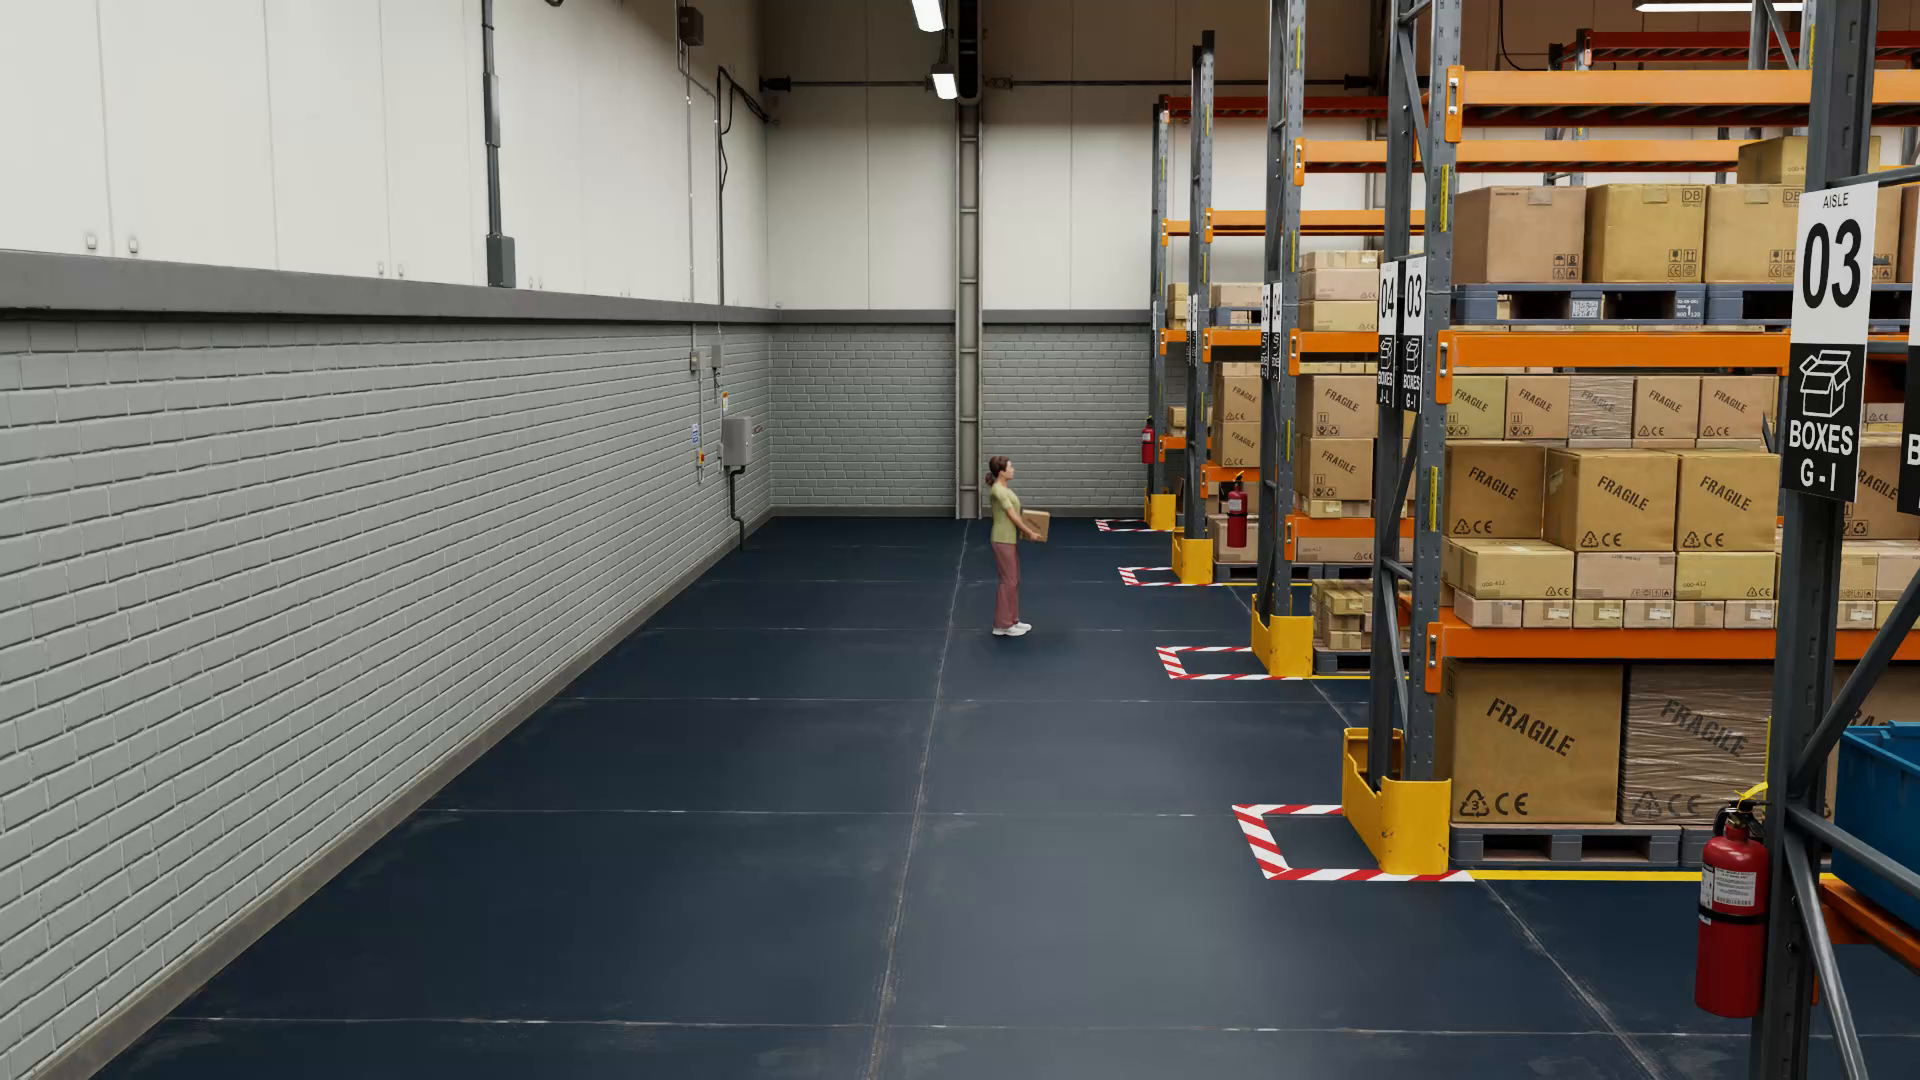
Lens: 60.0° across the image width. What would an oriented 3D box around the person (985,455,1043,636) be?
[{"bbox_3d":[0.496,0.068,15.487,0.551,1.619,0.424,0,7,2],"label":"person"}]
